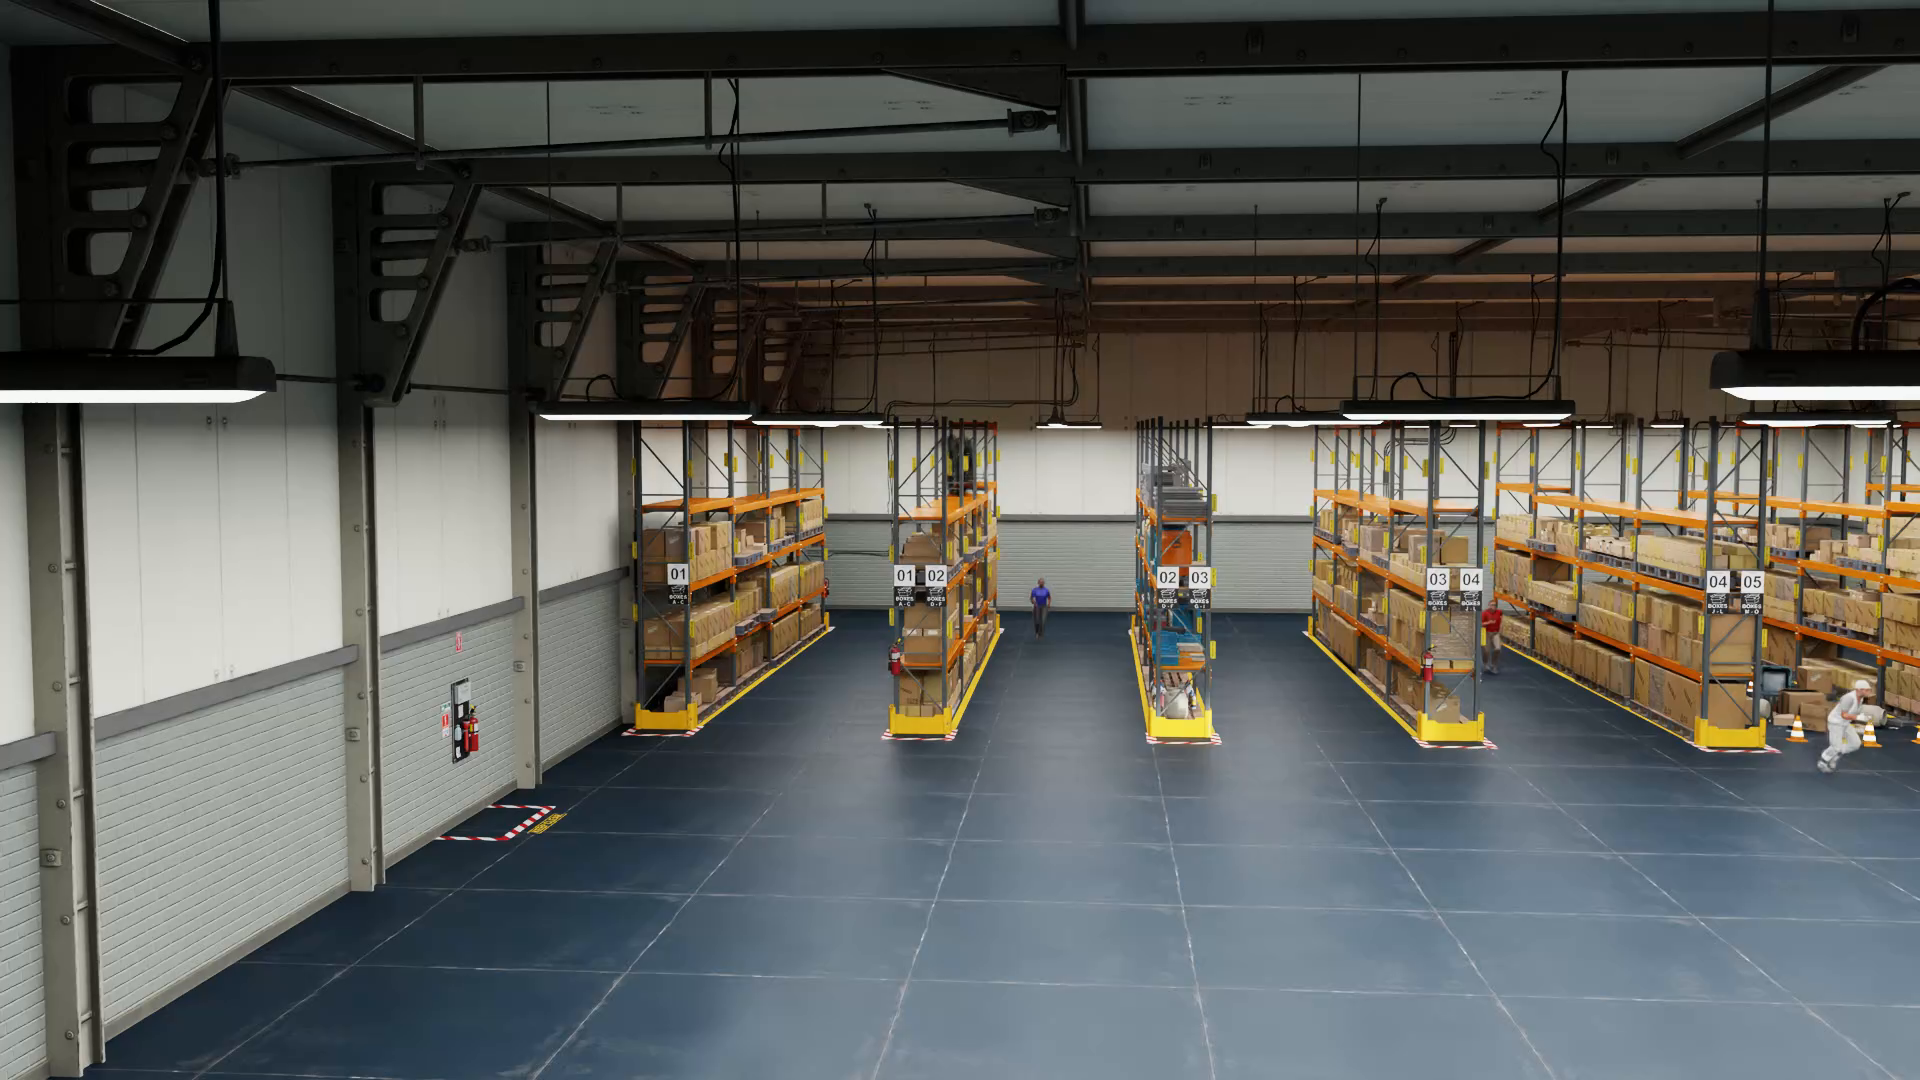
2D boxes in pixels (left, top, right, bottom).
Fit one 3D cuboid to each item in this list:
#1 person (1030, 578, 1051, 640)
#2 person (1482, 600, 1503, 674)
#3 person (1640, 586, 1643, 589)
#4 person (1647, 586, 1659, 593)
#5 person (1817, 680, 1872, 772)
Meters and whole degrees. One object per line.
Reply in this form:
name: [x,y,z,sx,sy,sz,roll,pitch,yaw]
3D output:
person: [2.114,1.807,43.354,0.563,1.603,0.536,0,4,-5]
person: [12.584,2.314,39.432,0.632,1.795,0.852,0,4,4]
person: [17.287,2.068,42.408,0.724,1.794,0.951,0,4,-5]
person: [19.607,1.830,47.173,0.625,1.620,0.561,0,4,-4]
person: [14.786,3.103,27.709,0.701,1.608,0.895,-3,5,-37]
